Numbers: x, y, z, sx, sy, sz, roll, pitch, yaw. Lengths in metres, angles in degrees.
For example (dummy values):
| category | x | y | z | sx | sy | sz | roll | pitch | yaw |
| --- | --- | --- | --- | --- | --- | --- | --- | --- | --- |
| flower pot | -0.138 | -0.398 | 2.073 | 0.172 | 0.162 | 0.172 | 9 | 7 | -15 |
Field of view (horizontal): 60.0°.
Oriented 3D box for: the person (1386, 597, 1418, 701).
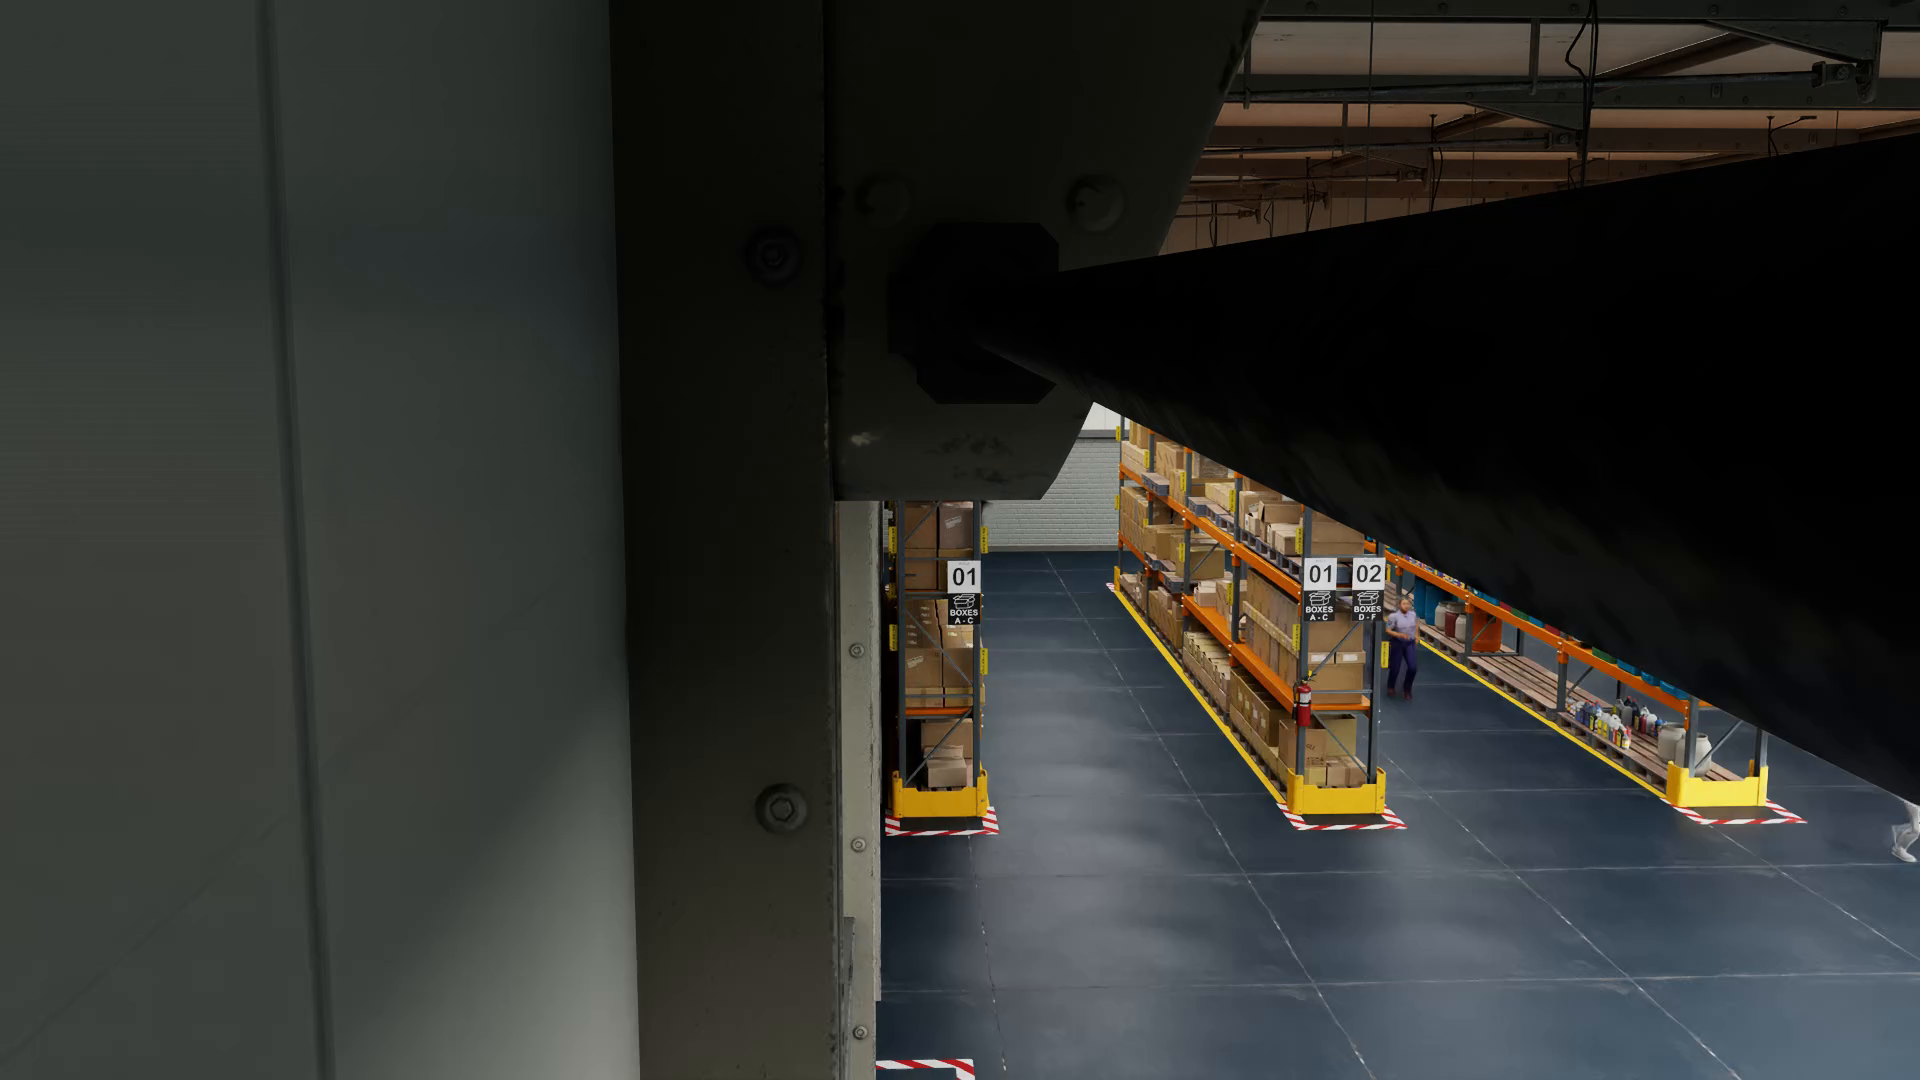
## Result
| category | x | y | z | sx | sy | sz | roll | pitch | yaw |
| --- | --- | --- | --- | --- | --- | --- | --- | --- | --- |
| person | 7.048 | 1.739 | 26.467 | 0.613 | 1.704 | 0.711 | -1 | 8 | -6 |

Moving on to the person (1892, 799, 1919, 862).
| category | x | y | z | sx | sy | sz | roll | pitch | yaw |
| --- | --- | --- | --- | --- | --- | --- | --- | --- | --- |
| person | 10.935 | 2.916 | 18.720 | 0.645 | 1.516 | 0.747 | -6 | 10 | -35 |
